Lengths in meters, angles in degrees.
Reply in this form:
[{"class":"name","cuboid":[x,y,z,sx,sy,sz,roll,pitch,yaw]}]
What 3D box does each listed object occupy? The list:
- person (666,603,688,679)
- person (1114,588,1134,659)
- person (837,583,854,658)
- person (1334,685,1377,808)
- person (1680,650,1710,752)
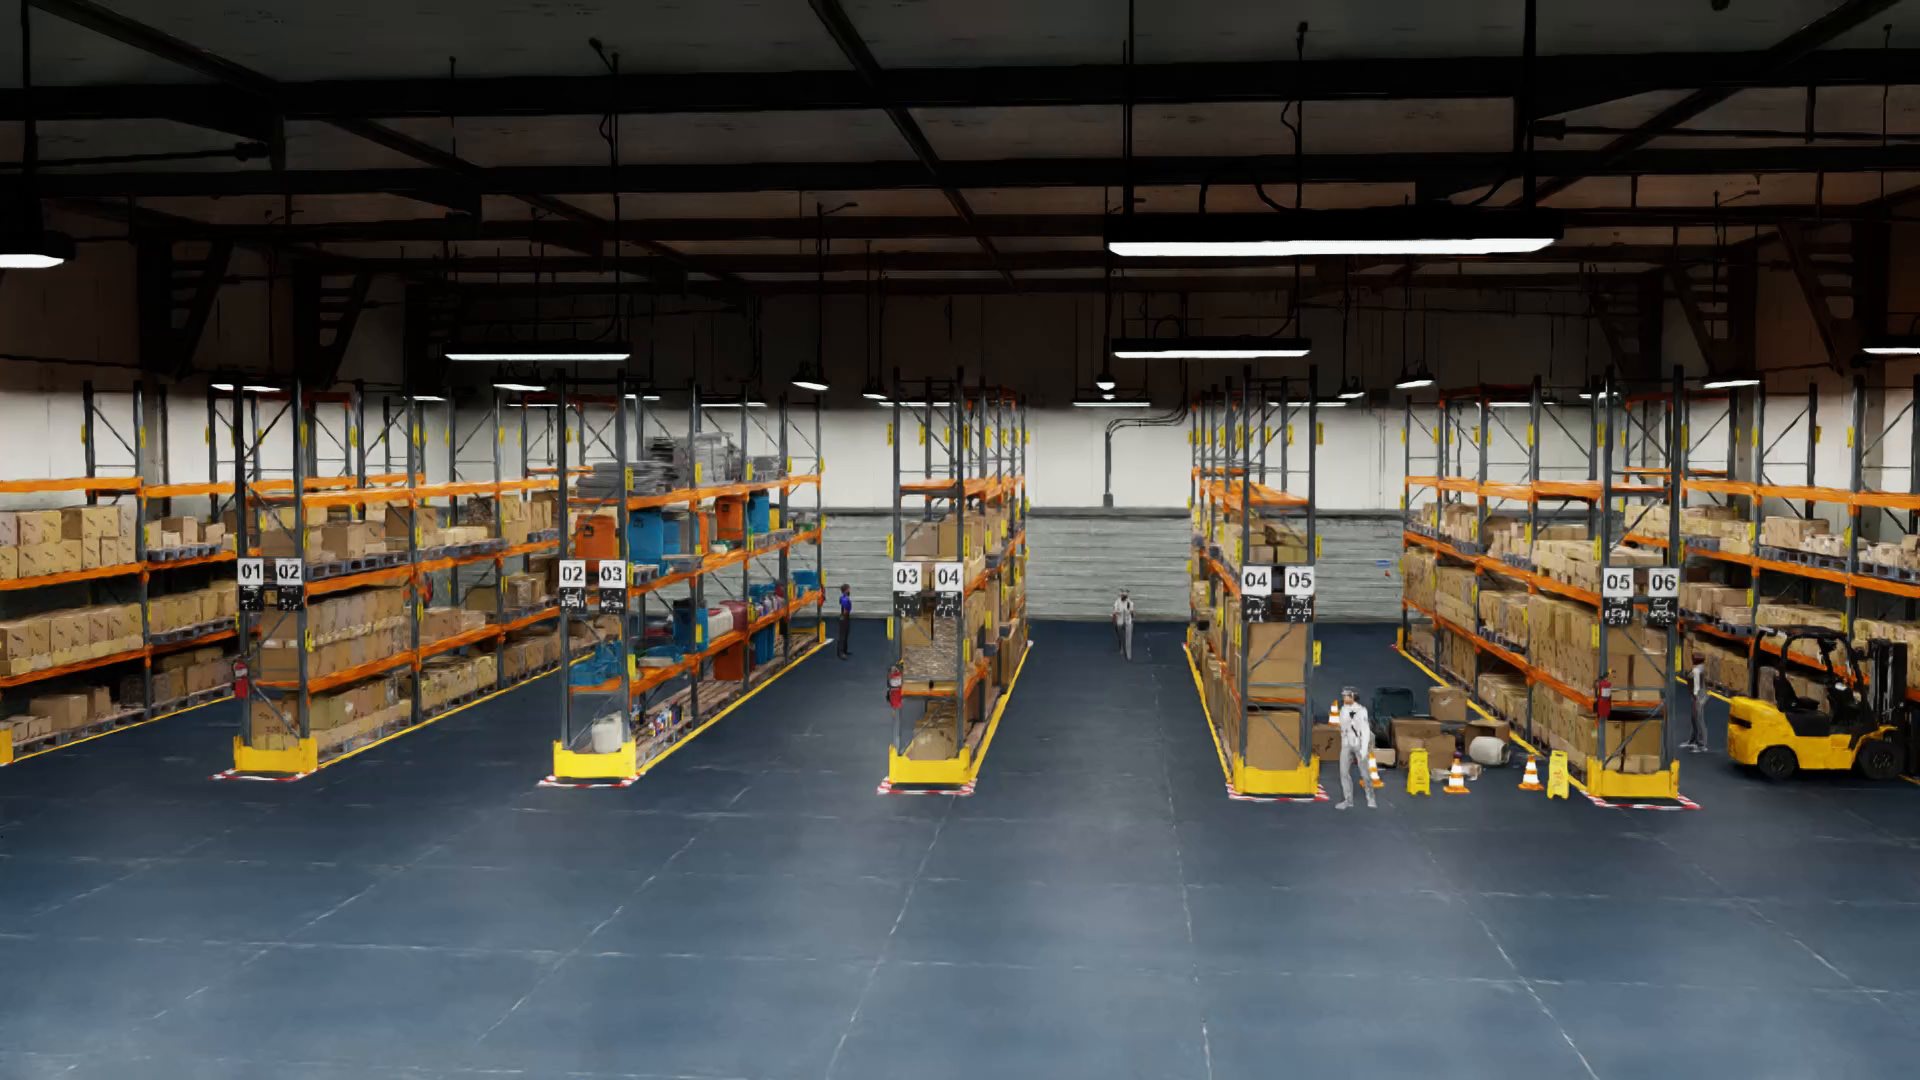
[{"class":"person","cuboid":[-5.820,2.067,34.334,0.580,1.617,0.503,0,4,4]},{"class":"person","cuboid":[3.688,1.864,37.461,0.456,1.589,1.088,0,4,8]},{"class":"person","cuboid":[-2.602,1.813,37.731,0.367,1.668,0.611,0,4,-4]},{"class":"person","cuboid":[5.349,2.782,22.461,0.562,1.662,0.506,-3,4,-35]},{"class":"person","cuboid":[11.695,2.549,26.437,0.454,1.599,0.467,3,4,36]}]
